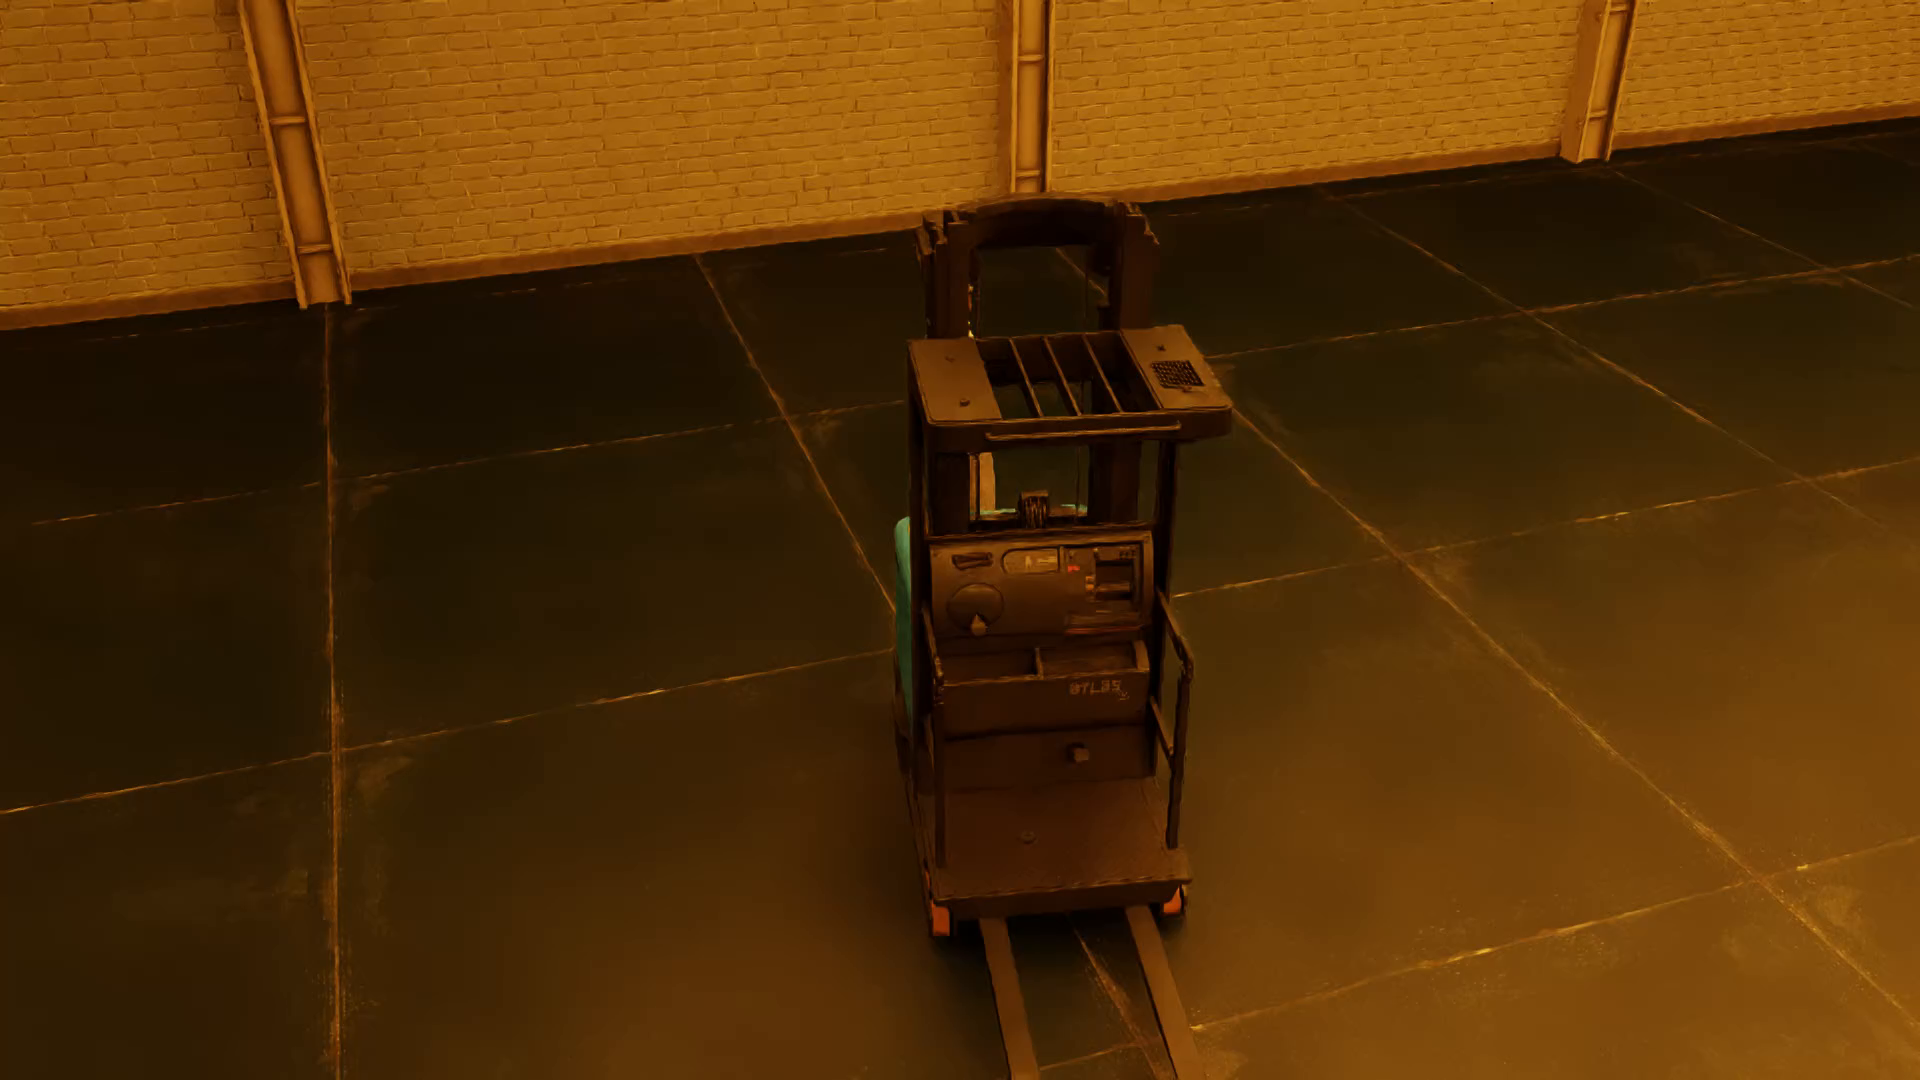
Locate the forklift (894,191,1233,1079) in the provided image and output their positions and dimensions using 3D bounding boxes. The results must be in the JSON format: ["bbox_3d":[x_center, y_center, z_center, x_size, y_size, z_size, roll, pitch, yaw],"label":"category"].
[{"bbox_3d":[0.371,0.233,6.681,1.130,2.935,3.031,-4,30,-6],"label":"forklift"}]

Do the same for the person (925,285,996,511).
[{"bbox_3d":[0.077,-0.744,9.604,0.529,1.695,0.570,-10,31,-16],"label":"person"}]
